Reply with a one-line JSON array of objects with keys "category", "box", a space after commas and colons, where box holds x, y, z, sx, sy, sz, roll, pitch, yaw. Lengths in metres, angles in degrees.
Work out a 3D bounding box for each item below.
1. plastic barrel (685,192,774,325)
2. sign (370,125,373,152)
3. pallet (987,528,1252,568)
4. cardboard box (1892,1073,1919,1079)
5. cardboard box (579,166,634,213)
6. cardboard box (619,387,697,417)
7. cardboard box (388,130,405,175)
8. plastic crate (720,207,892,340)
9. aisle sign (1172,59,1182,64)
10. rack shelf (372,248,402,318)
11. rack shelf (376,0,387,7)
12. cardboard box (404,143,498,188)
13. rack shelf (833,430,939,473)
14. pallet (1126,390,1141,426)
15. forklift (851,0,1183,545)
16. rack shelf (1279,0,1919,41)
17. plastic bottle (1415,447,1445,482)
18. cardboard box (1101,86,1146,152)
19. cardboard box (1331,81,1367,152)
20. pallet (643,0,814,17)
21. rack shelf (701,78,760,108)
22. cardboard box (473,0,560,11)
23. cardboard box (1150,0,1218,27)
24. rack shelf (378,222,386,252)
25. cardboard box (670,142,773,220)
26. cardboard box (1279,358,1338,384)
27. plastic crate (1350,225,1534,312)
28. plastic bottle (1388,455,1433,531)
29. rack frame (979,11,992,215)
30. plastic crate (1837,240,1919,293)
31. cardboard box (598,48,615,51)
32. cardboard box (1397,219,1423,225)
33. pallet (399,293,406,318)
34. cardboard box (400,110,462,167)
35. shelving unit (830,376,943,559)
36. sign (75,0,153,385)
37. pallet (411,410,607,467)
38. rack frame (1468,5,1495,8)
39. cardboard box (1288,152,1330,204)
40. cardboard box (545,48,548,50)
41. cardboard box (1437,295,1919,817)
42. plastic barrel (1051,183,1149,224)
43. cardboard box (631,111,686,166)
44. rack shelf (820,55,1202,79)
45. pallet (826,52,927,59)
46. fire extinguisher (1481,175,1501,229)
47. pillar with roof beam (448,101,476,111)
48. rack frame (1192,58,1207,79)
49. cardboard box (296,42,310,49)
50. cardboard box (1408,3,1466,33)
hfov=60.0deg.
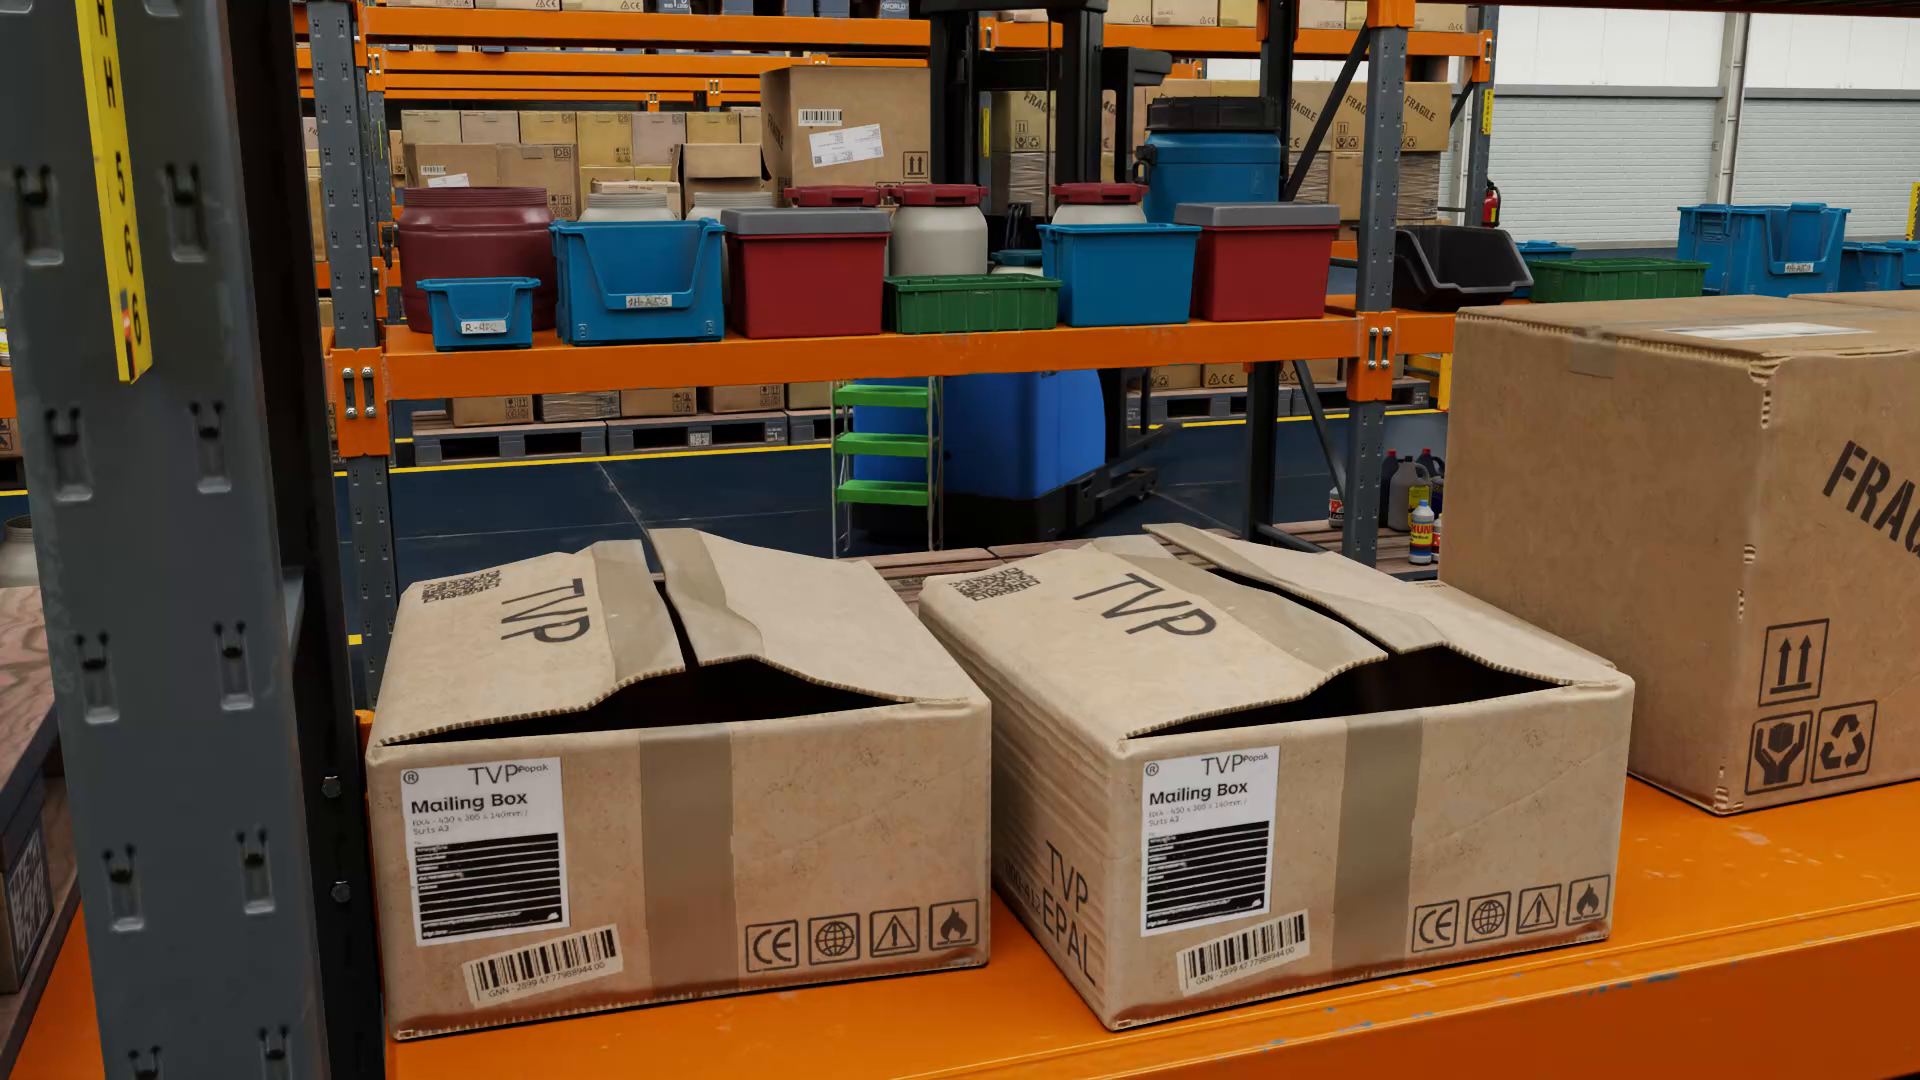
[{"category": "plastic barrel", "box": [-0.907, -1.139, 6.707, 0.421, 0.512, 0.421, 0, 13, 0]}, {"category": "sign", "box": [-6.773, -4.632, 19.133, 0.005, 0.325, 0.100, -4, 14, -18]}, {"category": "pallet", "box": [0.846, 0.197, 7.357, 1.213, 0.211, 1.003, -4, 14, -18]}, {"category": "cardboard box", "box": [1.227, 0.811, 2.574, 0.500, 0.311, 0.500, -4, 14, -17]}, {"category": "cardboard box", "box": [-3.335, -3.246, 15.592, 0.500, 0.500, 0.500, -5, 14, -19]}, {"category": "cardboard box", "box": [-2.107, -1.156, 11.471, 0.500, 0.500, 0.700, -3, 14, -13]}, {"category": "cardboard box", "box": [-6.453, -4.570, 19.609, 0.500, 0.500, 0.500, -5, 14, -20]}, {"category": "plastic crate", "box": [-0.584, -1.014, 6.285, 0.583, 0.464, 0.402, -4, 14, -18]}, {"category": "aisle sign", "box": [2.275, -5.038, 17.724, 0.004, 0.787, 0.394, -4, 14, -18]}, {"category": "rack shelf", "box": [-1.897, -1.814, 11.344, 4.000, 0.370, 1.077, -4, 14, -18]}, {"category": "rack shelf", "box": [-6.644, -7.800, 24.409, 4.000, 0.370, 1.077, -4, 14, -18]}, {"category": "cardboard box", "box": [-3.294, -2.318, 10.784, 0.500, 0.500, 0.500, -6, 15, -25]}, {"category": "rack shelf", "box": [-0.355, -0.436, 8.159, 0.480, 0.148, 0.258, 3, 14, 13]}, {"category": "pallet", "box": [0.624, -1.013, 12.445, 1.213, 0.211, 1.003, -4, 14, -18]}, {"category": "forklift", "box": [0.516, -1.683, 9.385, 1.130, 2.935, 3.031, 6, 15, 24]}, {"category": "rack shelf", "box": [3.474, -2.483, 7.671, 4.000, 0.370, 1.077, -4, 14, -18]}, {"category": "plastic bottle", "box": [2.279, -0.276, 8.095, 0.185, 0.351, 0.144, -5, 14, -21]}, {"category": "cardboard box", "box": [0.980, -3.007, 11.781, 0.500, 0.500, 0.500, -4, 14, -18]}, {"category": "cardboard box", "box": [2.875, -3.154, 12.401, 0.500, 0.500, 0.500, -4, 14, -18]}, {"category": "pallet", "box": [-1.603, -3.581, 11.137, 1.003, 0.211, 1.213, -4, 14, -18]}, {"category": "rack shelf", "box": [-1.267, -5.742, 21.375, 4.000, 0.370, 1.077, -4, 14, -18]}, {"category": "cardboard box", "box": [-2.779, -3.420, 10.380, 0.500, 0.250, 0.500, -4, 14, -17]}, {"category": "cardboard box", "box": [1.481, -3.750, 11.768, 0.500, 0.250, 0.500, -5, 14, -20]}, {"category": "rack shelf", "box": [-7.174, -2.615, 14.707, 4.000, 0.370, 1.077, -4, 14, -18]}, {"category": "cardboard box", "box": [-1.615, -2.418, 11.197, 0.637, 0.503, 0.797, -3, 14, -12]}, {"category": "cardboard box", "box": [2.637, -1.501, 12.967, 0.500, 0.500, 0.500, -1, 13, -3]}, {"category": "plastic crate", "box": [2.115, -1.206, 7.366, 0.504, 0.338, 0.767, -4, 14, -18]}, {"category": "plastic bottle", "box": [2.143, -0.230, 7.902, 0.185, 0.351, 0.144, -4, 14, -18]}, {"category": "rack frame", "box": [-0.001, -2.312, 11.881, 0.127, 3.000, 1.000, -4, 14, -18]}, {"category": "plastic crate", "box": [4.373, -1.299, 7.945, 0.408, 0.251, 0.499, -4, 14, -18]}, {"category": "cardboard box", "box": [-4.151, -5.965, 20.173, 0.500, 0.250, 0.500, -4, 14, -17]}, {"category": "cardboard box", "box": [3.348, -2.400, 12.795, 0.250, 0.149, 0.380, -4, 14, -18]}, {"category": "pallet", "box": [-6.212, -2.891, 20.341, 1.213, 0.211, 1.003, -4, 14, -18]}, {"category": "cardboard box", "box": [-4.850, -3.678, 15.247, 0.500, 0.500, 0.700, -5, 14, -18]}, {"category": "shelving unit", "box": [-0.355, -0.498, 8.145, 0.503, 1.200, 0.258, 3, 14, 13]}, {"category": "sign", "box": [-0.455, -0.250, 0.882, 0.005, 0.325, 0.100, -4, 14, -18]}, {"category": "pallet", "box": [-3.051, -0.718, 11.204, 1.213, 0.211, 1.003, -4, 14, -18]}, {"category": "rack frame", "box": [3.790, -5.526, 12.428, 0.127, 3.000, 1.000, -4, 14, -18]}, {"category": "cardboard box", "box": [2.336, -2.675, 12.550, 0.500, 0.500, 0.875, -4, 14, -18]}, {"category": "cardboard box", "box": [-6.085, -7.079, 24.510, 0.500, 0.311, 0.500, -5, 14, -20]}, {"category": "cardboard box", "box": [0.949, -0.020, 2.029, 0.500, 0.500, 0.500, -5, 14, -21]}, {"category": "plastic barrel", "box": [0.602, -1.269, 7.204, 0.433, 0.535, 0.433, 0, 13, 0]}, {"category": "cardboard box", "box": [-2.922, -3.829, 15.881, 0.500, 0.500, 0.700, -4, 14, -18]}, {"category": "rack shelf", "box": [0.408, -4.664, 16.842, 4.000, 0.370, 1.077, -4, 14, -18]}, {"category": "pallet", "box": [-0.709, -4.882, 16.393, 1.213, 0.211, 1.003, -4, 14, -18]}, {"category": "fire extinguisher", "box": [4.045, -2.477, 12.742, 0.183, 0.674, 0.296, -4, 14, -18]}, {"category": "pillar with roof beam", "box": [-6.219, -7.547, 20.925, 0.400, 9.000, 9.100, -4, 14, -18]}, {"category": "rack frame", "box": [2.304, -3.703, 17.727, 0.127, 3.000, 1.000, -4, 14, -18]}, {"category": "cardboard box", "box": [-5.739, -4.522, 14.474, 0.500, 0.500, 0.500, -4, 14, -18]}, {"category": "cardboard box", "box": [3.414, -3.902, 12.408, 0.500, 0.250, 0.500, -4, 14, -17]}]
